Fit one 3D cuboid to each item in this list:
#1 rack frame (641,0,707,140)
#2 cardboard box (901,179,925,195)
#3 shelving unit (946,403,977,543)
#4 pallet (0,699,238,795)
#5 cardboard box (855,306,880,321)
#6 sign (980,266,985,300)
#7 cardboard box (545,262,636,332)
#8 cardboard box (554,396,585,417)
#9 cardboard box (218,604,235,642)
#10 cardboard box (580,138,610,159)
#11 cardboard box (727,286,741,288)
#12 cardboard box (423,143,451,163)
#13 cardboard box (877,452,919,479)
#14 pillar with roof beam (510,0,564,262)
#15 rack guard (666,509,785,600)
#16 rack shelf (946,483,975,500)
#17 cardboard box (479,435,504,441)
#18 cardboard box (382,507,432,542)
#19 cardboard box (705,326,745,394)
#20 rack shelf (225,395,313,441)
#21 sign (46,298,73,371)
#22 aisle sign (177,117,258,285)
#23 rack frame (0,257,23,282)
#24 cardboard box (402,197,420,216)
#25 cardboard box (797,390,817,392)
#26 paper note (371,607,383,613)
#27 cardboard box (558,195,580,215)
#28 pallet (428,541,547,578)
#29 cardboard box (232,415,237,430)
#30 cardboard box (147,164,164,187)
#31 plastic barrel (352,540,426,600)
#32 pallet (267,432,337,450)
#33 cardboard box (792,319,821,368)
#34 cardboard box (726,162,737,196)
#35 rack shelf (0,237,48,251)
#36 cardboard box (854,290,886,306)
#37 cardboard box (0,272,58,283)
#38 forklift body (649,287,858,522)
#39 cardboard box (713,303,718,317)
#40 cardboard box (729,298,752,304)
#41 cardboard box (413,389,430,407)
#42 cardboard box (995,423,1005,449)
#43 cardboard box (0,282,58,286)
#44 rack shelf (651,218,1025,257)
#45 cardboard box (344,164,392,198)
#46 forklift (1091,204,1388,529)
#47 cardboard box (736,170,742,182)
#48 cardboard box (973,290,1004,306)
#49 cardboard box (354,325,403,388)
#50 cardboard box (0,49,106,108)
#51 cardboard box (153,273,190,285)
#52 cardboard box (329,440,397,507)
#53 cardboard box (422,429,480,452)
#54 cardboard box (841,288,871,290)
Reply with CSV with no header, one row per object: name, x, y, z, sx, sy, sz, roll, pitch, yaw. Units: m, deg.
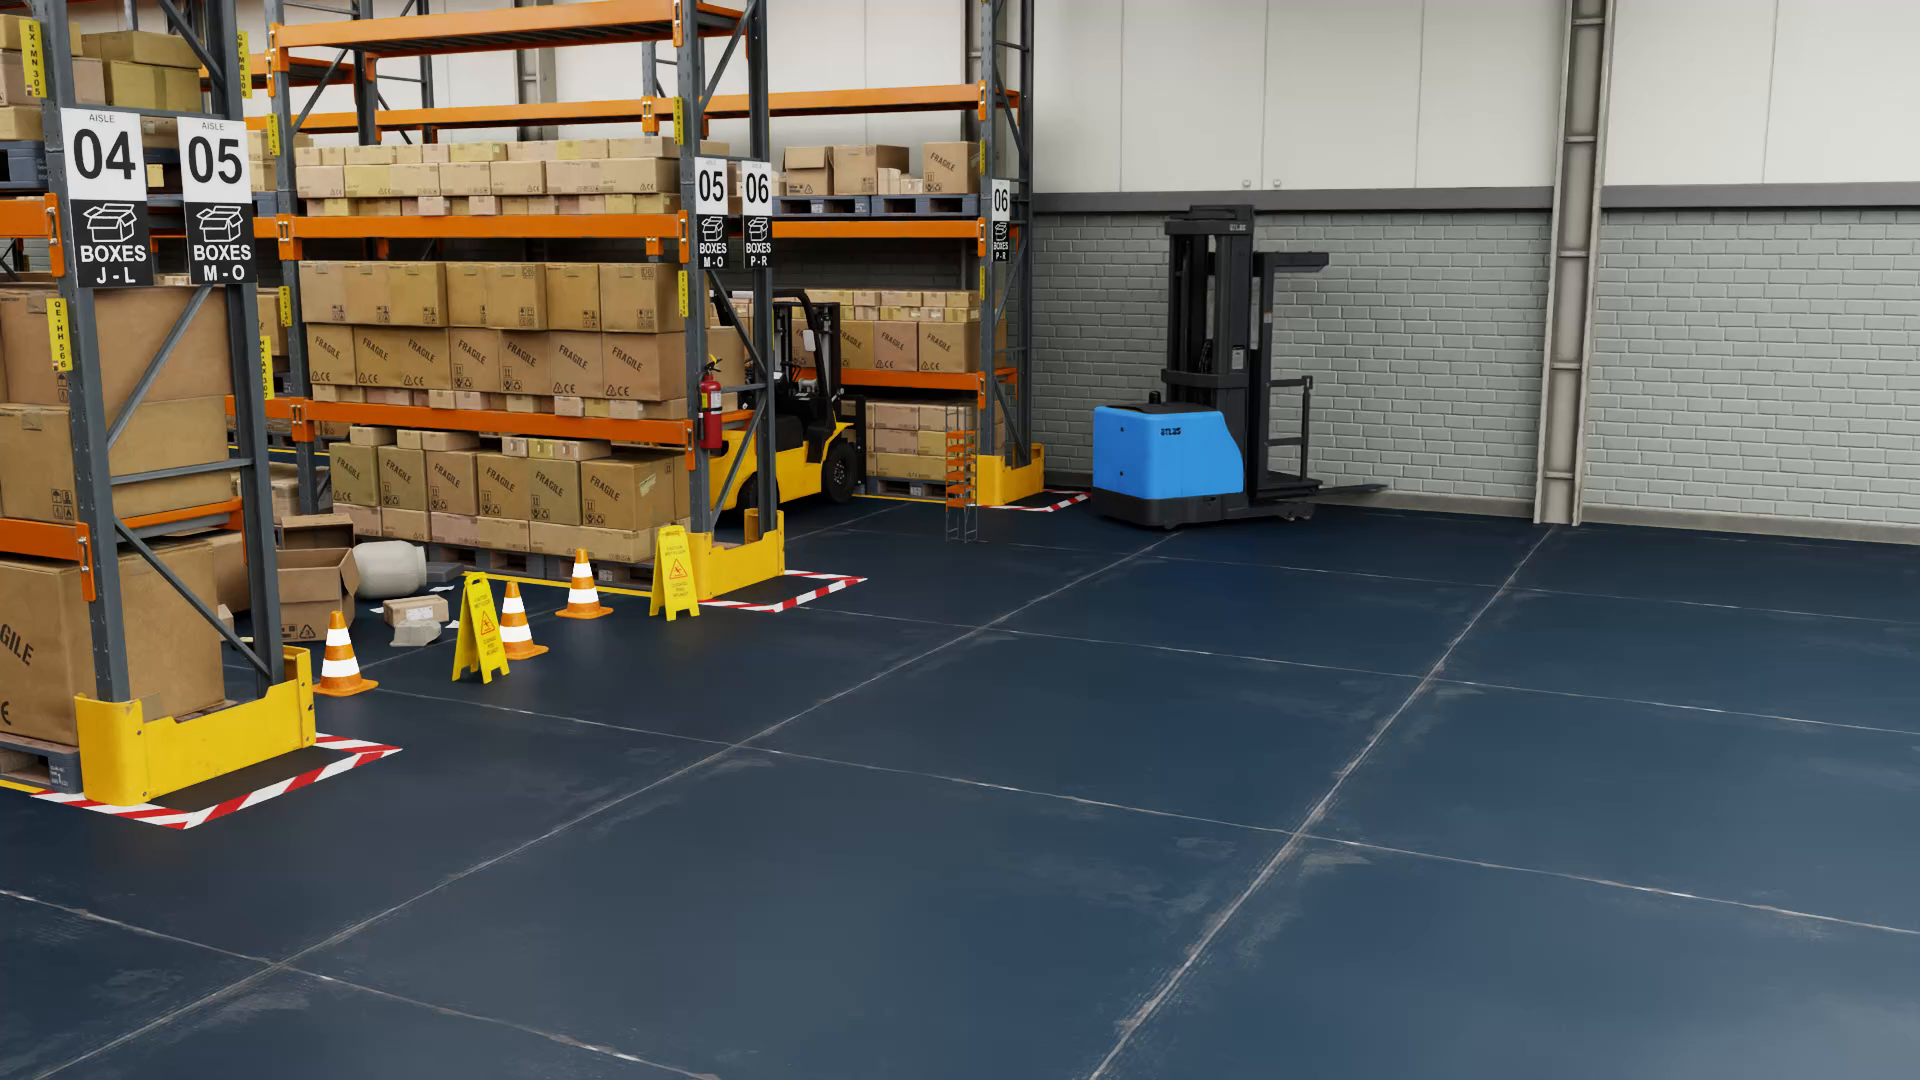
rack frame,-3.114,-5.187,18.123,0.127,3.000,1.000,5,11,26
cardboard box,-0.404,-3.545,16.717,0.250,0.149,0.380,5,11,24
shelving unit,0.013,-0.589,14.617,0.189,1.200,0.258,5,11,26
pallet,-4.571,0.993,8.649,1.213,0.211,1.003,5,11,26
cardboard box,-0.887,-2.351,17.197,0.250,0.149,0.380,5,11,24
sign,0.221,-2.521,16.319,0.005,0.325,0.100,5,11,26
cardboard box,-2.725,-1.861,12.666,0.500,0.500,0.700,5,11,26
cardboard box,-2.890,-1.040,12.759,0.250,0.149,0.380,5,12,27
cardboard box,-5.050,0.543,10.984,0.258,0.266,0.396,7,13,36
cardboard box,-2.605,-2.895,12.346,0.250,0.149,0.380,5,11,25
cardboard box,-2.487,-2.747,18.546,0.250,0.149,0.380,5,11,24
cardboard box,-3.976,-3.016,13.016,0.250,0.149,0.380,5,11,25
cardboard box,-0.529,-0.801,17.274,0.500,0.250,0.500,5,11,26
pillar with roof beam,-7.038,-4.856,16.293,0.400,9.000,9.100,5,11,26
rack guard,-1.788,0.097,12.790,0.348,0.500,1.175,5,11,26
rack shelf,0.013,-0.427,14.646,0.180,0.103,0.258,5,11,26
cardboard box,-4.200,-0.621,14.176,0.500,0.500,0.500,5,12,27
cardboard box,-4.413,-0.166,13.765,0.500,0.250,0.500,6,12,29
cardboard box,-2.021,-1.404,12.949,0.500,0.500,0.500,5,11,25
rack shelf,-7.100,-1.246,15.210,4.000,0.370,1.077,5,11,26
sign,-4.072,-0.929,7.525,0.005,0.325,0.100,5,11,26
aisle sign,-3.623,-1.650,8.124,0.004,0.787,0.394,5,11,26
rack frame,-8.894,-1.757,16.017,0.127,3.000,1.000,5,11,26
cardboard box,-4.213,-2.650,13.235,0.250,0.149,0.380,5,11,24
cardboard box,-1.678,-1.493,18.293,0.500,0.250,0.500,5,11,26
paper note,-4.143,0.492,11.957,0.148,0.019,0.142,-10,14,-43
cardboard box,-2.822,-2.534,12.592,0.250,0.149,0.380,5,11,26
pallet,-3.590,0.073,13.733,1.213,0.211,1.003,5,11,26
cardboard box,-9.026,-1.688,21.472,0.500,0.500,0.500,5,11,24
cardboard box,-6.803,-3.155,14.558,0.500,0.250,0.500,5,11,27
plastic barrel,-4.242,0.220,12.327,0.512,0.421,0.421,-4,11,-23
pallet,-8.444,-1.339,21.538,1.213,0.211,1.003,5,11,26
cardboard box,-1.461,-2.087,17.555,0.500,0.500,0.500,5,11,26
cardboard box,-2.052,-2.758,12.708,0.500,0.250,0.500,5,11,25
rack shelf,-12.081,-4.145,22.808,4.000,0.370,1.077,5,11,26
cardboard box,-0.896,-2.494,17.152,0.250,0.149,0.380,5,12,27
cardboard box,-9.228,-2.376,16.350,0.500,0.500,0.500,5,11,24
forklift body,-2.034,-1.360,16.207,1.214,2.155,2.313,5,11,26
cardboard box,-2.465,-2.500,18.020,0.250,0.149,0.380,5,11,26
cardboard box,-2.266,-2.616,17.823,0.250,0.149,0.380,5,12,27
cardboard box,-4.205,-1.174,13.498,0.250,0.149,0.380,5,11,26
cardboard box,0.144,-1.090,17.467,0.500,0.250,0.500,5,12,27
cardboard box,-5.111,-1.063,8.730,0.550,0.550,0.875,5,11,26
rack shelf,-1.320,-3.200,17.583,4.000,0.370,1.077,5,11,26
cardboard box,-4.566,-2.873,13.346,0.500,0.250,0.500,5,11,25
forklift,2.795,-1.700,15.893,3.031,2.935,1.130,-5,12,-27
cardboard box,-2.475,-3.819,17.775,0.500,0.311,0.500,5,12,27
cardboard box,0.267,-2.495,17.157,0.250,0.149,0.380,5,11,25
cardboard box,-4.575,-1.523,13.605,0.500,0.500,0.500,5,11,26
cardboard box,-4.382,-2.127,7.762,0.500,0.250,0.500,5,11,27
cardboard box,-7.302,-2.395,15.423,0.250,0.149,0.380,4,11,23
cardboard box,-4.897,-0.575,13.921,0.500,0.500,0.500,6,12,29
cardboard box,-4.107,-0.814,13.419,0.250,0.149,0.380,6,12,29
cardboard box,-1.108,-2.622,17.856,0.250,0.149,0.380,5,11,26
